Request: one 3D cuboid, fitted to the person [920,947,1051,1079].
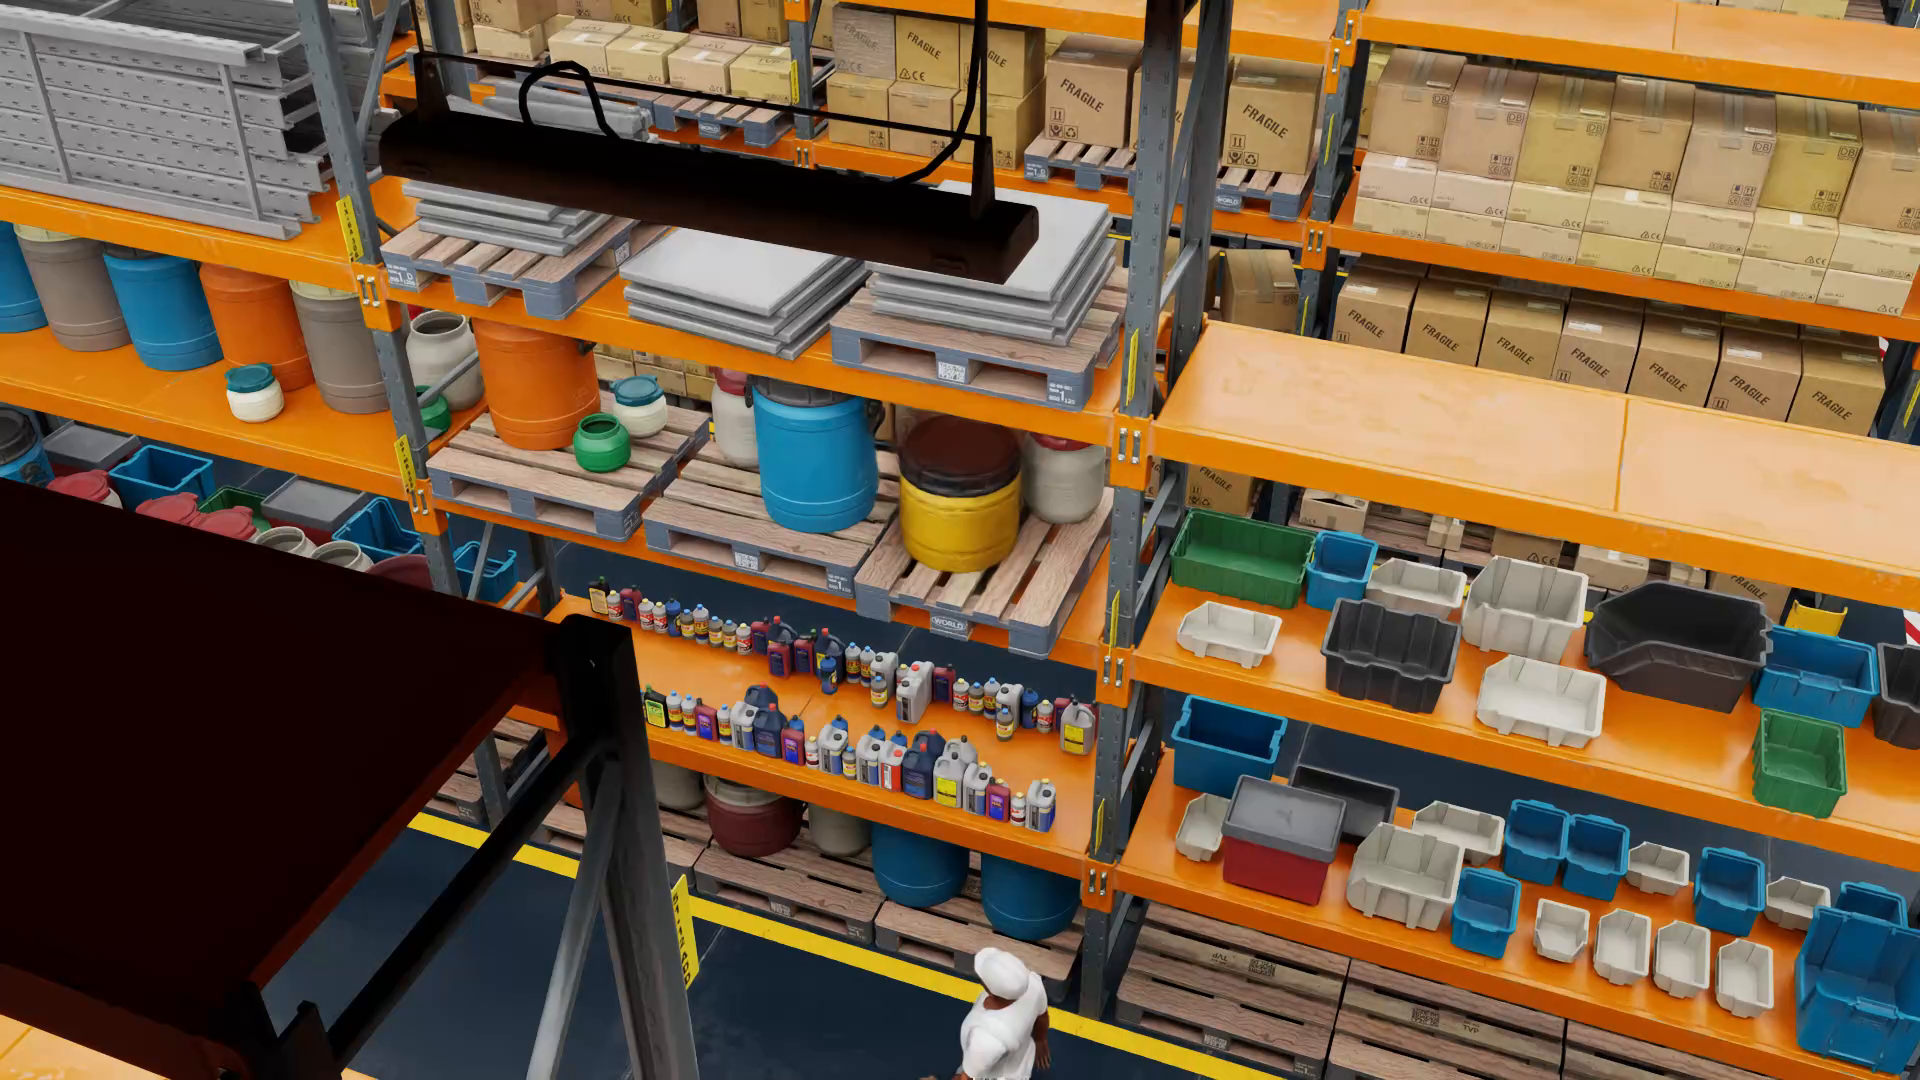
[{"bbox_3d":[0.142,2.642,8.361,1.081,1.711,0.584,11,38,15],"label":"person"}]

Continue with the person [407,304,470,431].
[{"bbox_3d":[-4.797,-1.668,14.209,0.944,1.698,0.608,25,43,29],"label":"person"}]
